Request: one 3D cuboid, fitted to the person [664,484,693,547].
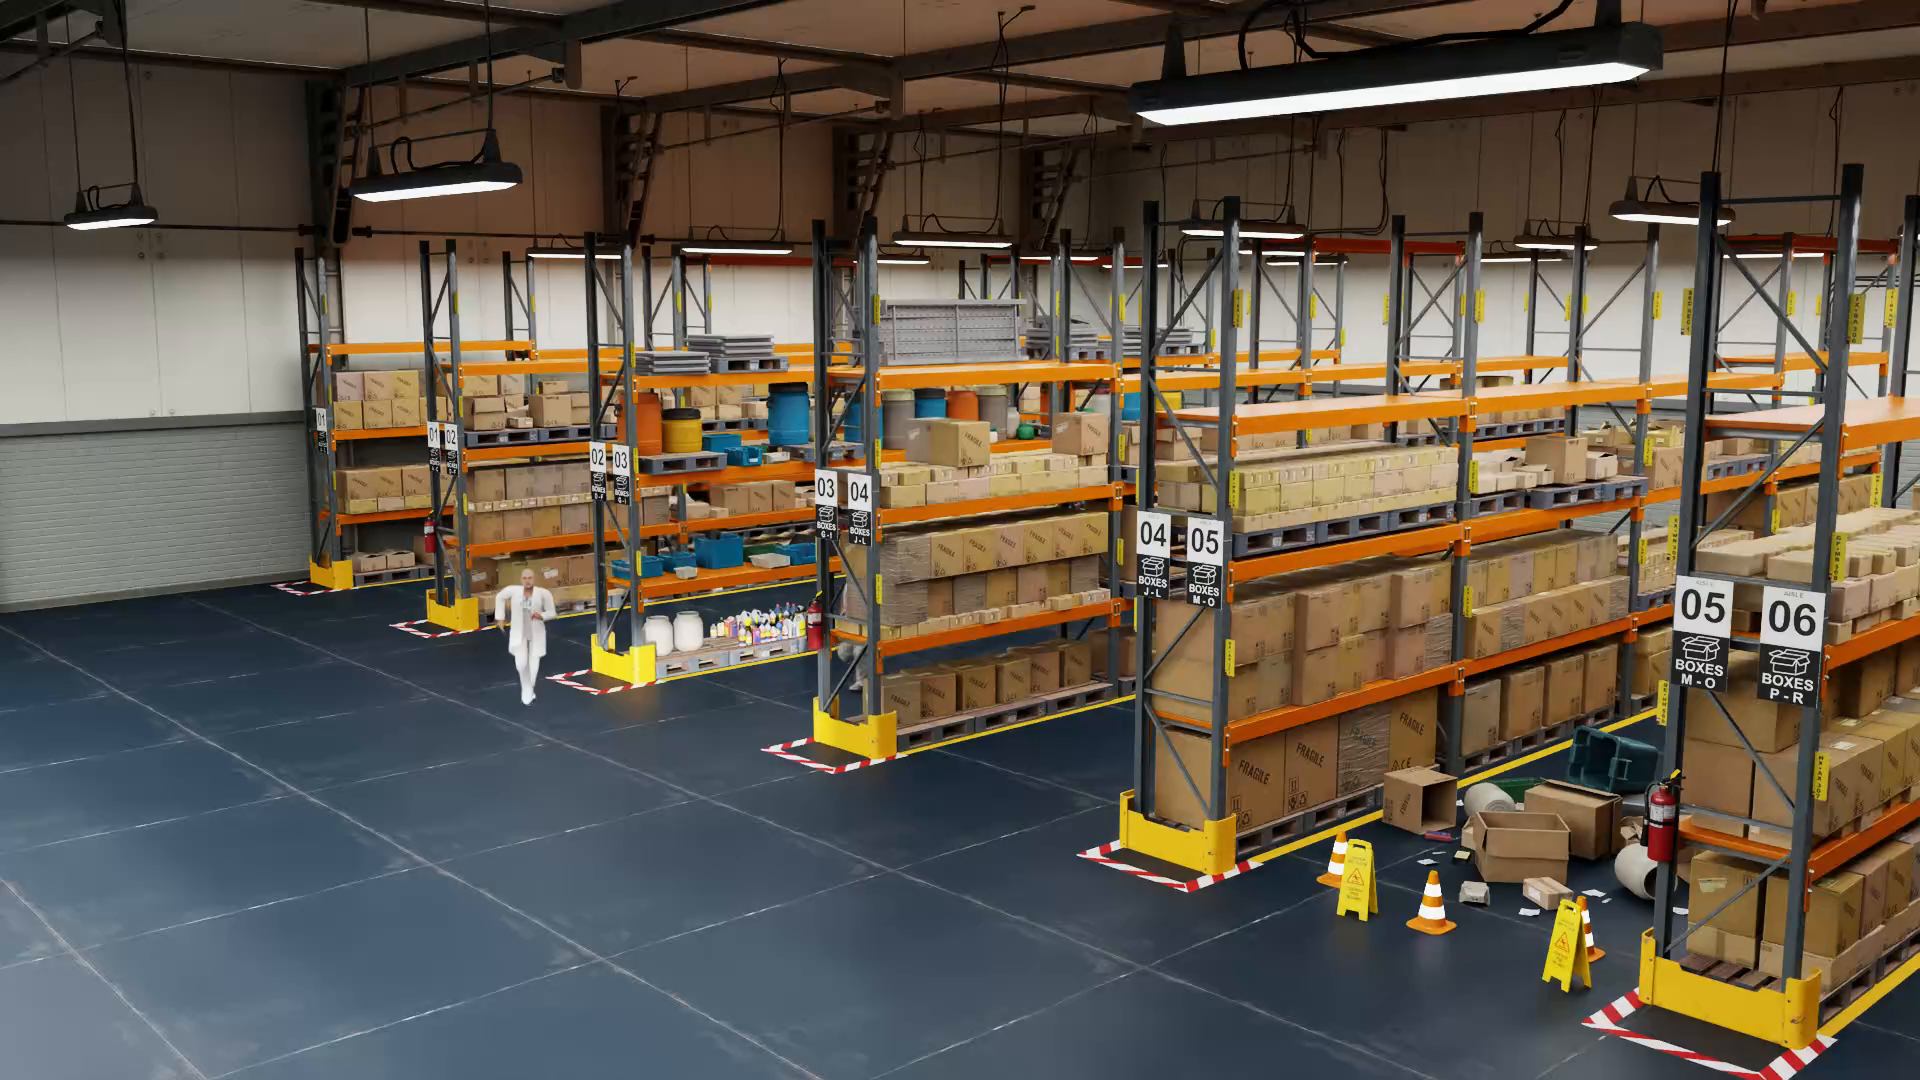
[{"bbox_3d":[-5.429,-0.313,31.441,0.673,1.748,0.678,8,11,42],"label":"person"}]

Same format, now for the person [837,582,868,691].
[{"bbox_3d":[-1.329,1.119,21.806,0.661,1.740,0.592,4,9,27],"label":"person"}]

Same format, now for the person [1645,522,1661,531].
[{"bbox_3d":[10.528,0.602,25.373,0.814,1.772,0.663,-8,11,-43],"label":"person"}]

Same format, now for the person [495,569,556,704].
[{"bbox_3d":[-5.479,1.216,21.003,0.751,1.737,0.858,-2,9,-13],"label":"person"}]
